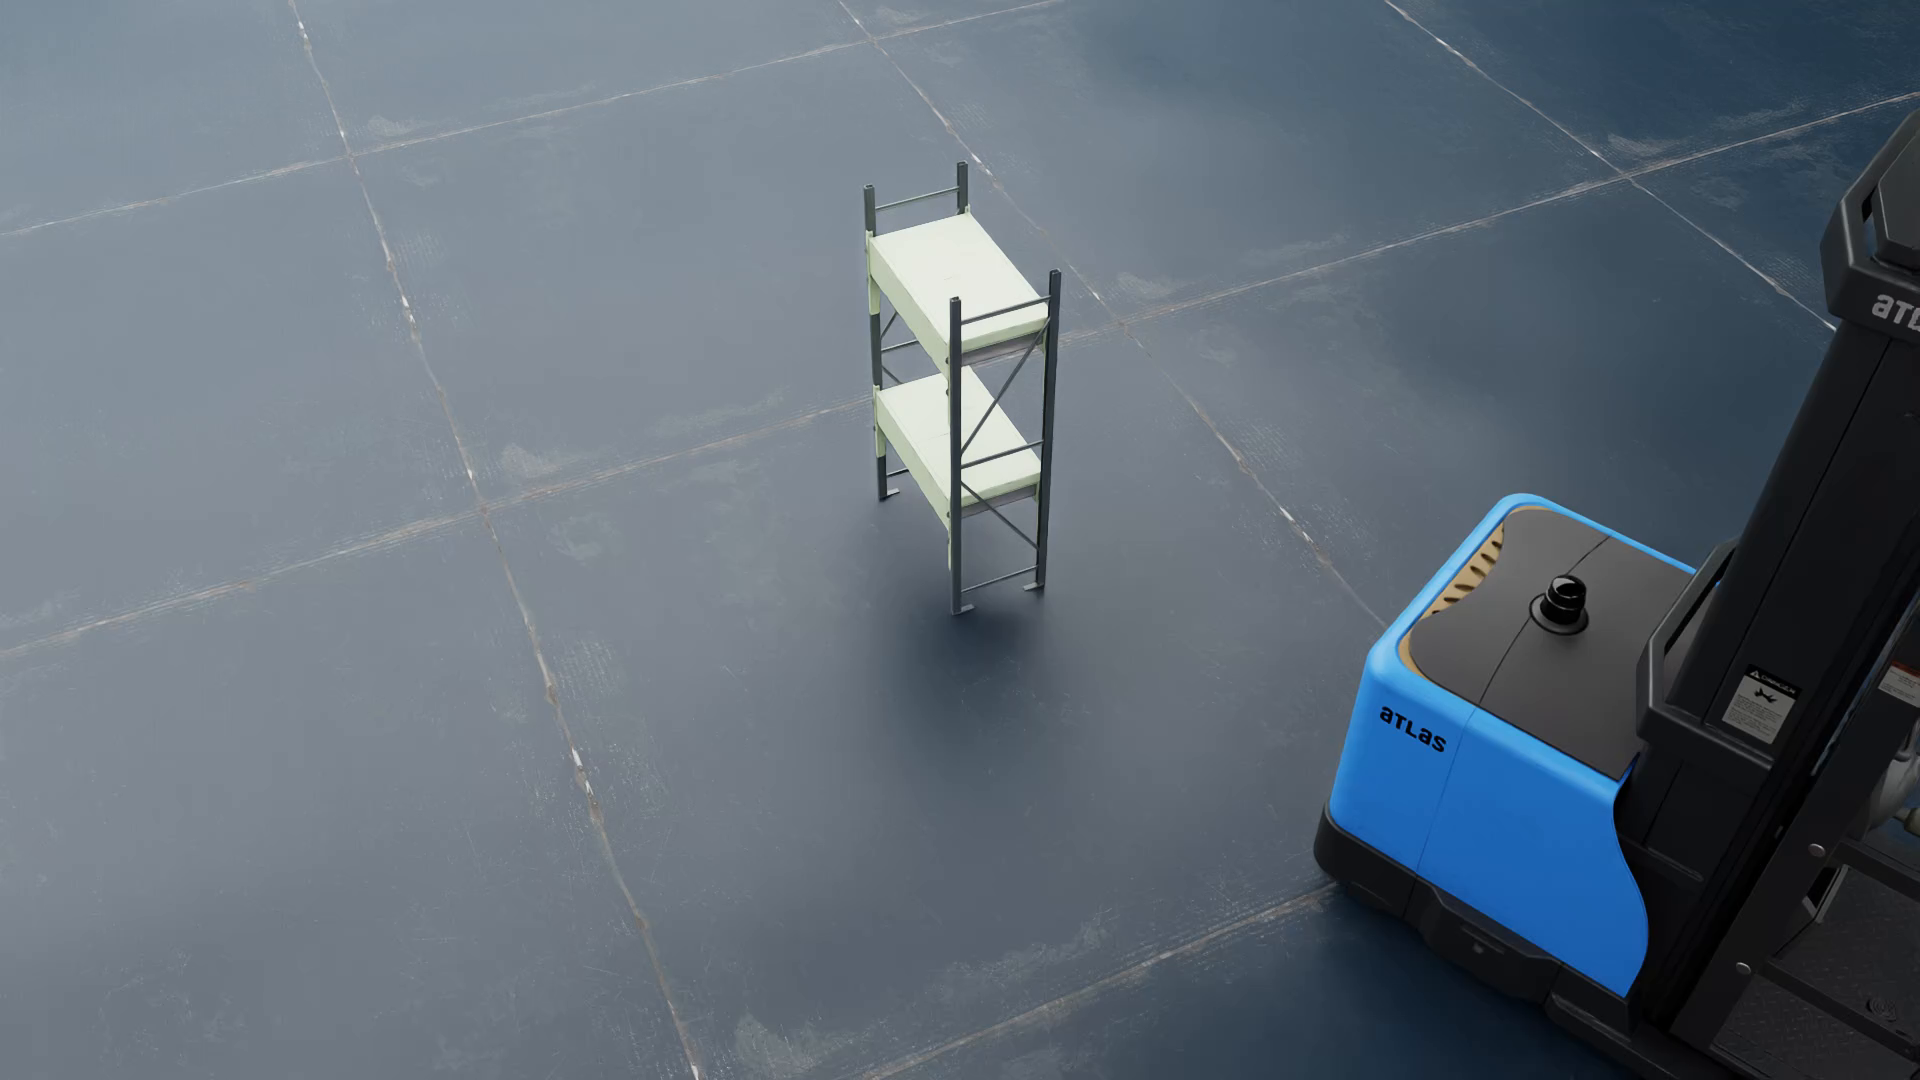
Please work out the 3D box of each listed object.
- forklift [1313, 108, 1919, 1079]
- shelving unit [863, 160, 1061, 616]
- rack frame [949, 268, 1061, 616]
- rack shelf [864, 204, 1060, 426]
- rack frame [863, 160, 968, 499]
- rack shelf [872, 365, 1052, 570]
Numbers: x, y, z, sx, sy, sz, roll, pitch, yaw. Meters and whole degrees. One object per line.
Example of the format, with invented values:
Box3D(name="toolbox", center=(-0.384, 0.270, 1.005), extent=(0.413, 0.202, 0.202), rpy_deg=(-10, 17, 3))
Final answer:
Box3D(name="forklift", center=(2.645, 0.463, 4.194), extent=(3.031, 2.935, 1.130), rpy_deg=(30, 52, 27))
Box3D(name="shelving unit", center=(-0.003, -0.538, 6.228), extent=(0.431, 1.500, 0.755), rpy_deg=(-18, 47, -17))
Box3D(name="rack frame", center=(0.151, -0.305, 5.991), extent=(0.400, 1.500, 0.023), rpy_deg=(-18, 47, -17))
Box3D(name="rack shelf", center=(-0.003, -0.816, 5.953), extent=(0.431, 0.370, 0.720), rpy_deg=(-18, 47, -17))
Box3D(name="rack frame", center=(-0.157, -0.771, 6.464), extent=(0.400, 1.500, 0.023), rpy_deg=(-18, 47, -17))
Box3D(name="rack shelf", center=(-0.003, -0.306, 6.457), extent=(0.431, 0.370, 0.720), rpy_deg=(-18, 47, -17))
